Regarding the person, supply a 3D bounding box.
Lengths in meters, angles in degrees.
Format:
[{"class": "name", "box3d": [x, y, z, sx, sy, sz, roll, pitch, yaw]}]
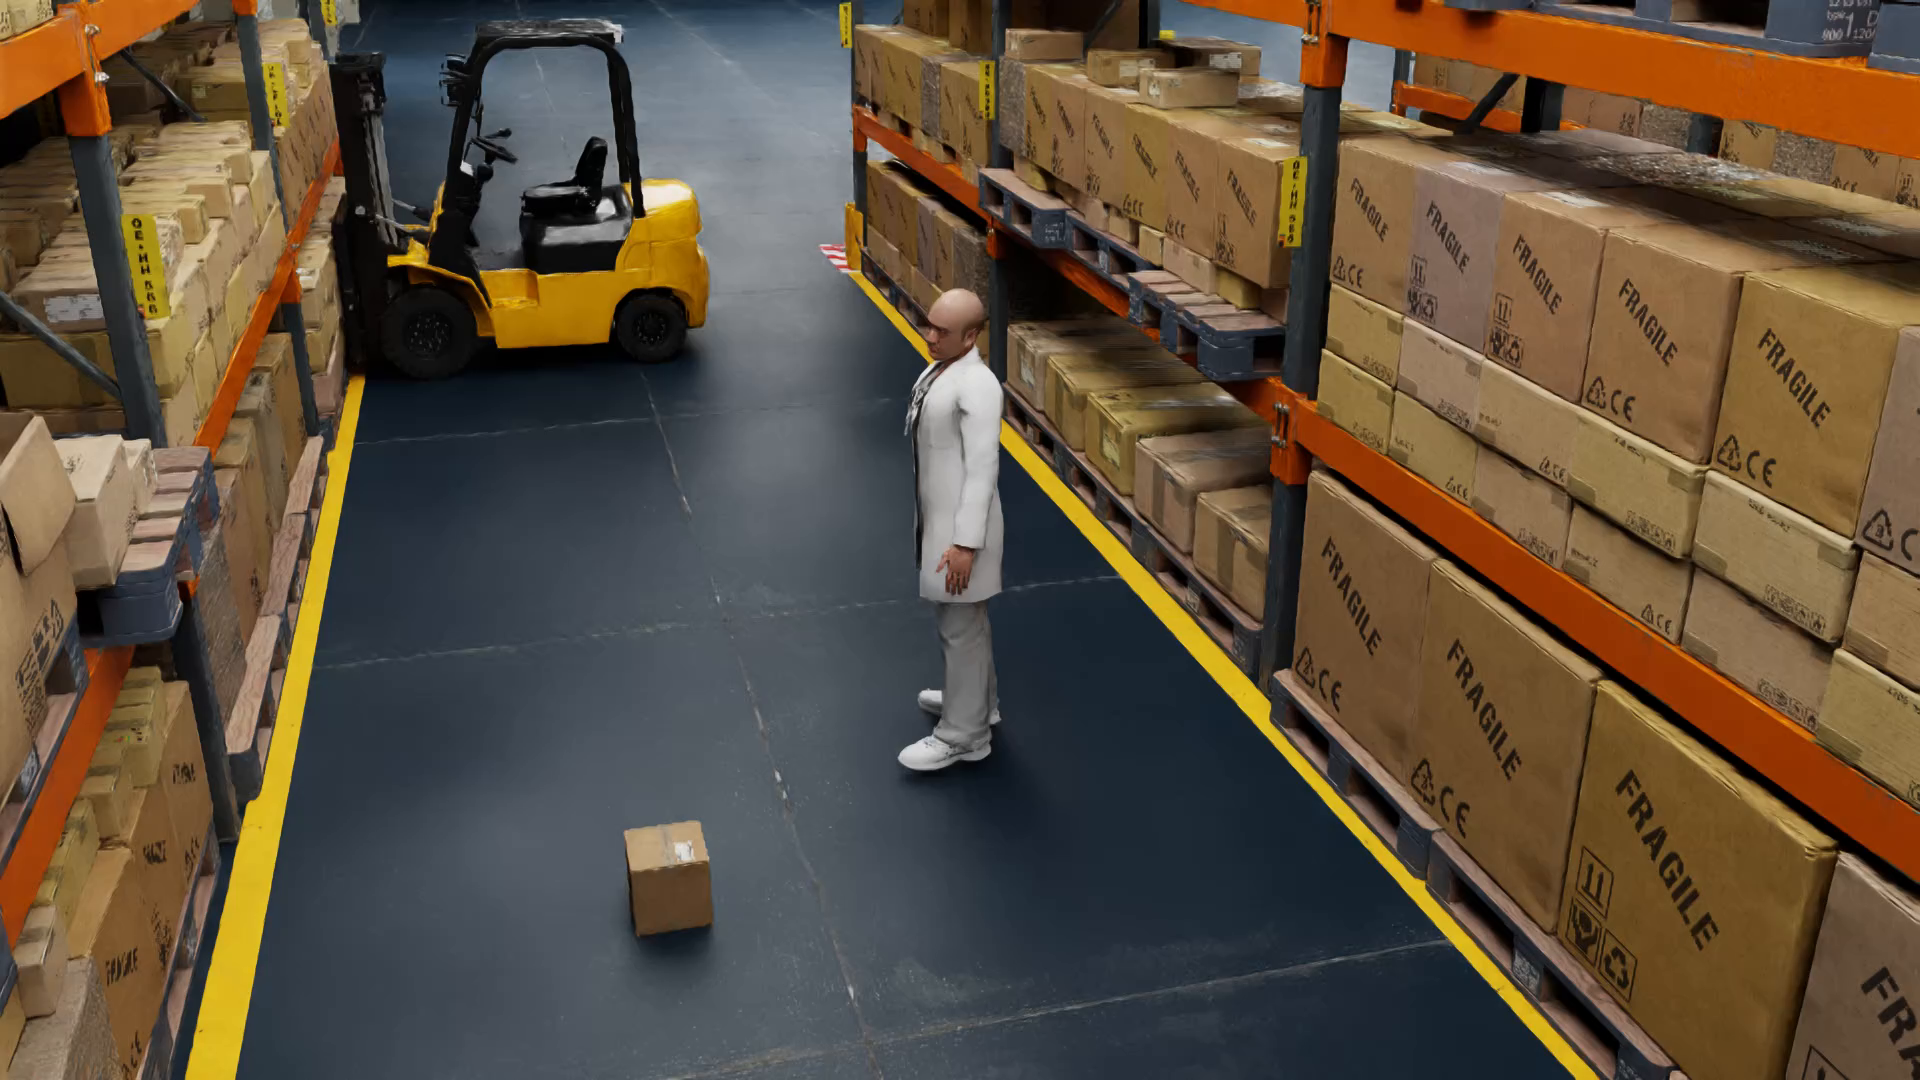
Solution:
[{"class": "person", "box3d": [-0.045, -0.042, 6.131, 0.462, 1.788, 0.681, -5, 23, -11]}]
